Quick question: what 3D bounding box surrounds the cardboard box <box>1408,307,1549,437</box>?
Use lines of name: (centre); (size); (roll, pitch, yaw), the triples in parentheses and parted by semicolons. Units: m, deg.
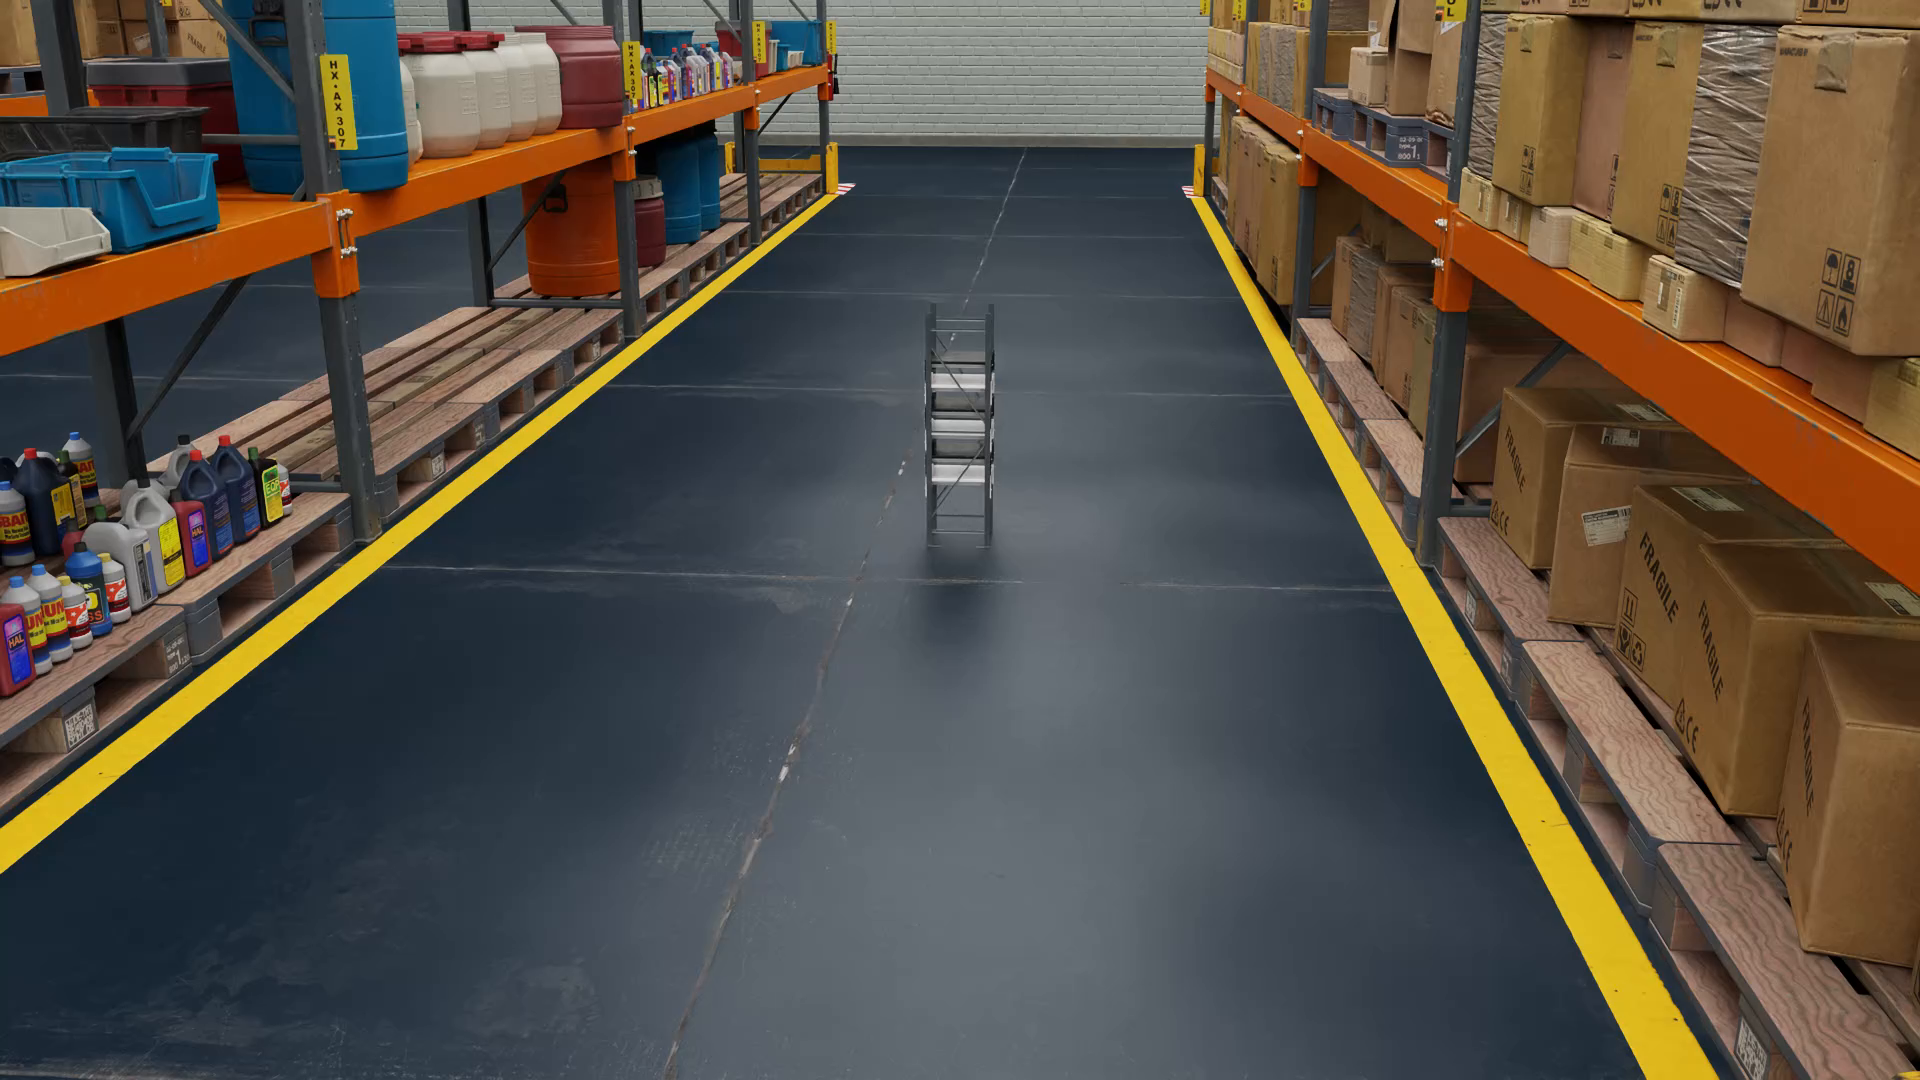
cardboard box: (2.308, -0.683, 6.999); (0.700, 0.500, 0.500); (1, 18, 4)

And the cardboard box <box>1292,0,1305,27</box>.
cardboard box: (2.636, -3.728, 11.213); (0.797, 0.503, 0.637); (2, 18, 6)

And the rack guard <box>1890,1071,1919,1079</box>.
rack guard: (1.909, 1.082, 2.317); (1.175, 0.500, 0.348); (1, 18, 4)

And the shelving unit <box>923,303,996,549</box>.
shelving unit: (0.001, -0.430, 6.291); (0.258, 0.900, 0.210); (1, 18, 4)

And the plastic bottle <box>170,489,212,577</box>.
plastic bottle: (-2.493, -0.036, 5.370); (0.061, 0.283, 0.133); (3, 18, 8)

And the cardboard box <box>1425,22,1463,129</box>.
cardboard box: (2.386, -2.053, 6.232); (1.000, 1.000, 1.000); (1, 18, 4)

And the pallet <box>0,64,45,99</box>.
pallet: (-7.269, -3.302, 11.991); (1.003, 0.211, 1.213); (1, 18, 4)

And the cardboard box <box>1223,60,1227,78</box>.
cardboard box: (2.550, -4.191, 14.799); (0.380, 0.149, 0.250); (1, 18, 3)

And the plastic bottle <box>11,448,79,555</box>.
plastic bottle: (-3.078, -0.141, 5.582); (0.144, 0.351, 0.185); (1, 18, 4)

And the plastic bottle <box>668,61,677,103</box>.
plastic bottle: (-1.992, -3.137, 11.387); (0.097, 0.271, 0.097); (0, 18, 0)

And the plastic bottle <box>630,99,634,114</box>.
plastic bottle: (-2.075, -2.779, 10.292); (0.097, 0.271, 0.097); (0, 18, 0)

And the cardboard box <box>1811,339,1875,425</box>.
cardboard box: (1.736, -0.289, 2.893); (0.380, 0.149, 0.250); (1, 18, 4)

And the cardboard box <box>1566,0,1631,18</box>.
cardboard box: (1.833, -1.544, 4.073); (0.500, 0.500, 0.500); (1, 18, 4)

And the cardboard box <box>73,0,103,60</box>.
cardboard box: (-7.374, -4.136, 13.394); (0.700, 0.500, 0.500); (-5, 19, -15)

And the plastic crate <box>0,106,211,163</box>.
plastic crate: (-2.915, -1.246, 5.507); (0.767, 0.338, 0.504); (1, 18, 4)

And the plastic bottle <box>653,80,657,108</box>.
plastic bottle: (-2.032, -2.931, 10.868); (0.097, 0.201, 0.097); (0, 18, 0)

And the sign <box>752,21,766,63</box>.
sign: (-1.628, -4.038, 13.485); (0.100, 0.325, 0.005); (1, 18, 4)

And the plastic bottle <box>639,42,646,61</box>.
plastic bottle: (-2.528, -3.781, 13.225); (0.144, 0.351, 0.185); (1, 18, 4)

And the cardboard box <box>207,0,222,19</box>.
cardboard box: (-6.766, -4.854, 14.654); (0.500, 0.500, 0.500); (1, 18, 2)

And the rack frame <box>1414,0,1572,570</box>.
rack frame: (2.190, -1.324, 5.647); (1.000, 3.000, 0.127); (1, 18, 4)

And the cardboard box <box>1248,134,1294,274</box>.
cardboard box: (2.618, -2.247, 11.201); (1.225, 0.875, 0.875); (1, 18, 4)

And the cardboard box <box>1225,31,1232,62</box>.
cardboard box: (2.604, -4.341, 14.618); (0.500, 0.250, 0.500); (2, 18, 5)

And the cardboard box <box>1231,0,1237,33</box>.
cardboard box: (2.570, -4.540, 14.019); (0.500, 0.500, 0.500); (1, 18, 4)

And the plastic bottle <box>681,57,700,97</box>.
plastic bottle: (-1.971, -3.347, 12.020); (0.152, 0.276, 0.135); (1, 18, 4)

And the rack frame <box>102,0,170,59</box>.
rack frame: (-7.117, -4.031, 13.909); (1.000, 3.000, 0.127); (1, 18, 4)

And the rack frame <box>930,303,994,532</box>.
rack frame: (0.008, -0.462, 6.387); (0.240, 0.900, 0.006); (1, 18, 4)

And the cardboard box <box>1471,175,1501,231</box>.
cardboard box: (1.844, -1.068, 5.267); (0.380, 0.149, 0.250); (1, 18, 4)

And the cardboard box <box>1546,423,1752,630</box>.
cardboard box: (2.088, -0.035, 5.051); (0.500, 0.500, 0.500); (7, 20, 21)

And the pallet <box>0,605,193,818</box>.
pallet: (-2.925, 0.478, 4.626); (1.003, 0.211, 1.213); (1, 18, 4)

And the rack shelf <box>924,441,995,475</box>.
rack shelf: (0.001, -0.313, 6.329); (0.258, 0.077, 0.200); (1, 18, 4)

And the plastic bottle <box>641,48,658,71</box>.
plastic bottle: (-2.157, -3.223, 11.520); (0.144, 0.351, 0.185); (1, 18, 4)

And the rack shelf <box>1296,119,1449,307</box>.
rack shelf: (2.333, -1.604, 7.655); (1.077, 0.370, 4.000); (1, 18, 4)

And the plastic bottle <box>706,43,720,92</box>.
plastic bottle: (-1.916, -3.603, 12.682); (0.144, 0.351, 0.185); (1, 18, 4)

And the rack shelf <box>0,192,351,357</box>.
rack shelf: (-2.894, -0.472, 4.201); (1.077, 0.370, 4.000); (1, 18, 4)

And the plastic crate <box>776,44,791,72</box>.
plastic crate: (-1.782, -4.467, 15.412); (0.416, 0.233, 0.300); (1, 18, 4)

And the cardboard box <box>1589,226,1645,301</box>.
cardboard box: (1.780, -0.679, 4.081); (0.380, 0.149, 0.250); (1, 18, 4)

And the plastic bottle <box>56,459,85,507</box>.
plastic bottle: (-3.218, -0.193, 5.984); (0.097, 0.201, 0.097); (0, 18, 0)

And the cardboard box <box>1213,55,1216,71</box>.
cardboard box: (2.643, -4.589, 16.013); (0.380, 0.149, 0.250); (1, 18, 3)

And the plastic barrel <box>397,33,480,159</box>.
plastic barrel: (-2.410, -2.020, 7.551); (0.433, 0.535, 0.433); (0, 18, 0)

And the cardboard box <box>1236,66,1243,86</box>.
cardboard box: (2.458, -3.792, 13.581); (0.380, 0.149, 0.250); (1, 18, 4)

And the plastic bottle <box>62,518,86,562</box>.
plastic bottle: (-2.668, 0.061, 5.074); (0.061, 0.283, 0.133); (1, 18, 4)

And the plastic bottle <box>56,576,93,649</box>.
plastic bottle: (-2.557, 0.204, 4.772); (0.097, 0.201, 0.097); (0, 18, 0)

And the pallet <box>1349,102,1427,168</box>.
pallet: (2.376, -1.860, 7.590); (1.003, 0.211, 1.213); (1, 18, 4)

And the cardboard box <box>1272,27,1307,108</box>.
cardboard box: (2.340, -3.089, 10.872); (0.500, 0.500, 0.500); (1, 18, 2)

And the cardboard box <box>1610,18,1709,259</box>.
cardboard box: (2.013, -0.908, 3.740); (0.875, 0.500, 0.500); (1, 18, 4)

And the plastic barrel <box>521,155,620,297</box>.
plastic barrel: (-2.446, -1.998, 10.514); (0.600, 0.830, 0.708); (1, 18, 4)

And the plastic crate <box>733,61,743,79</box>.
plastic crate: (-2.001, -3.964, 14.031); (0.396, 0.136, 0.243); (1, 18, 4)

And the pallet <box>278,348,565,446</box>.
pallet: (-2.648, -0.734, 8.326); (1.003, 0.211, 1.213); (1, 18, 4)
